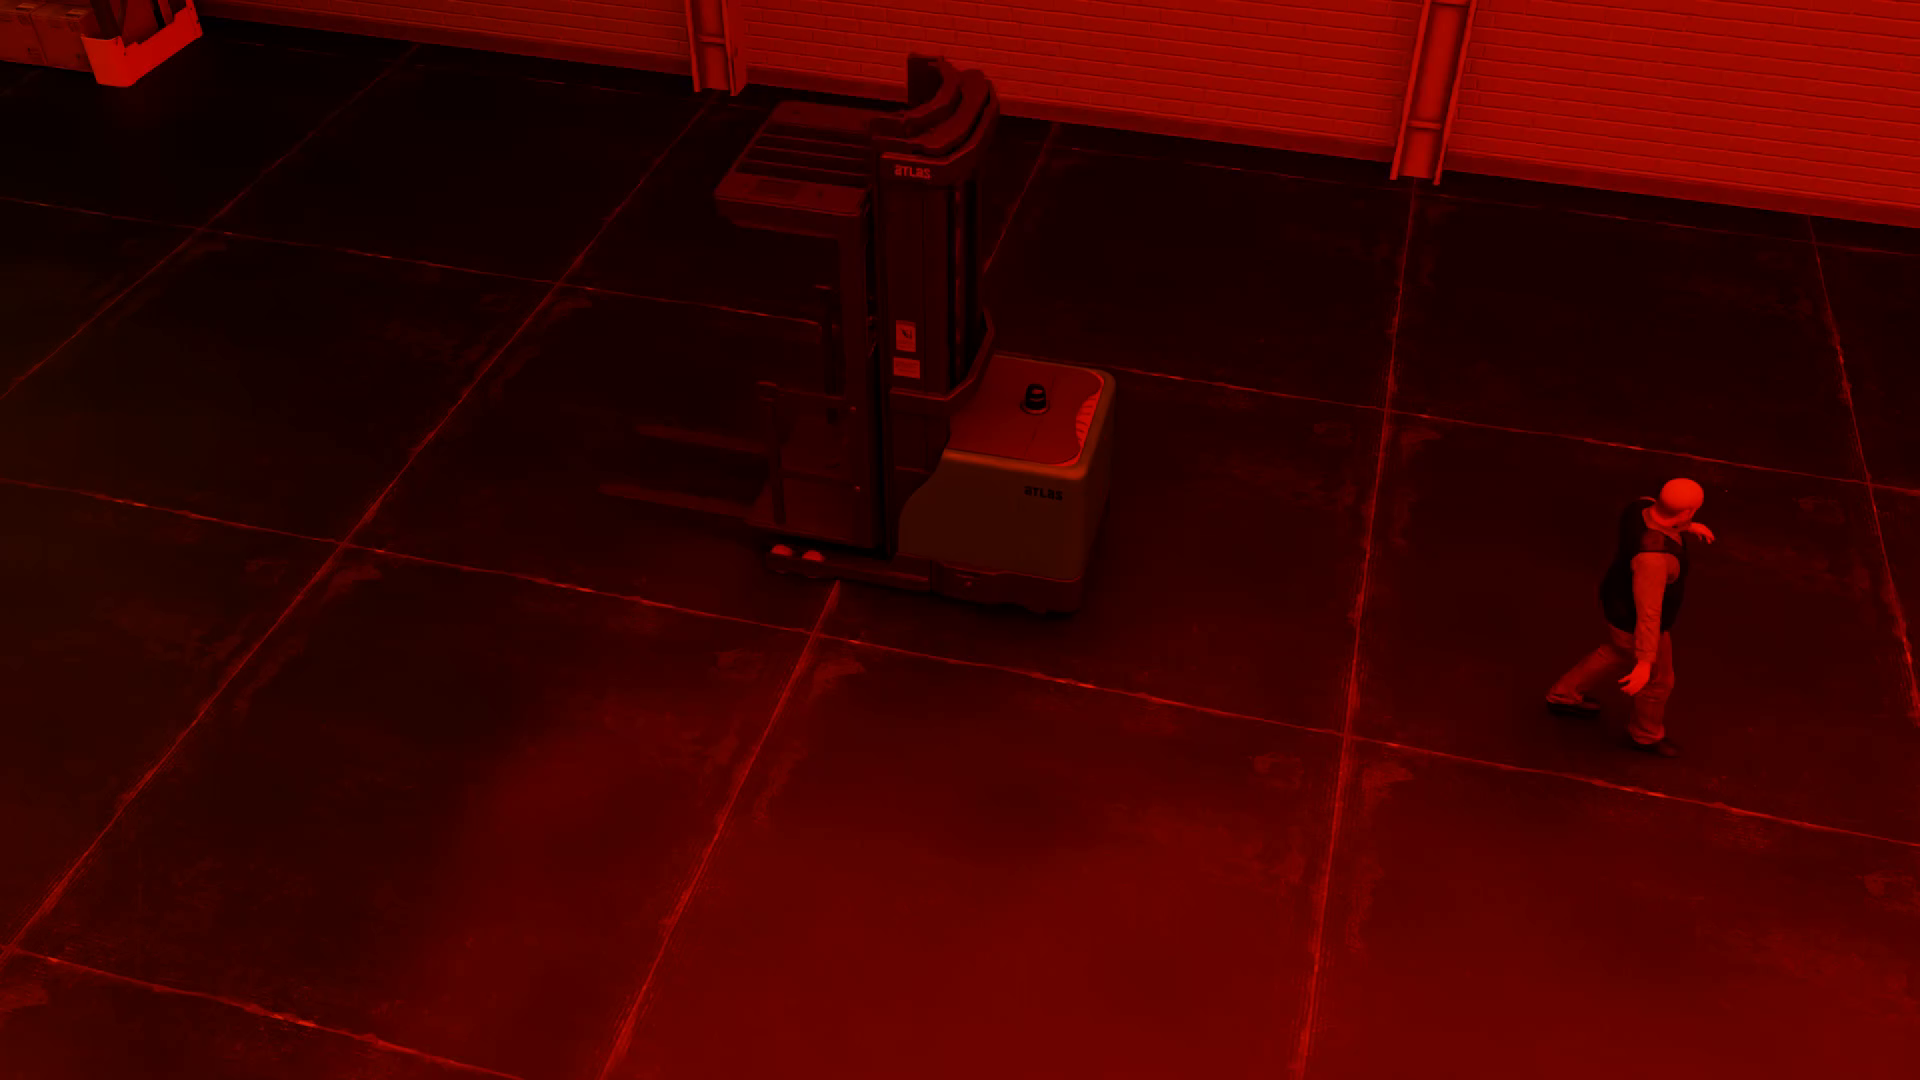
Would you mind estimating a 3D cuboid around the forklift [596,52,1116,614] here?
[{"bbox_3d":[-0.663,-1.201,9.232,3.031,2.935,1.130,10,42,11],"label":"forklift"}]

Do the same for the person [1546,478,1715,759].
[{"bbox_3d":[3.496,0.446,8.398,0.718,1.600,0.967,5,41,5],"label":"person"}]
